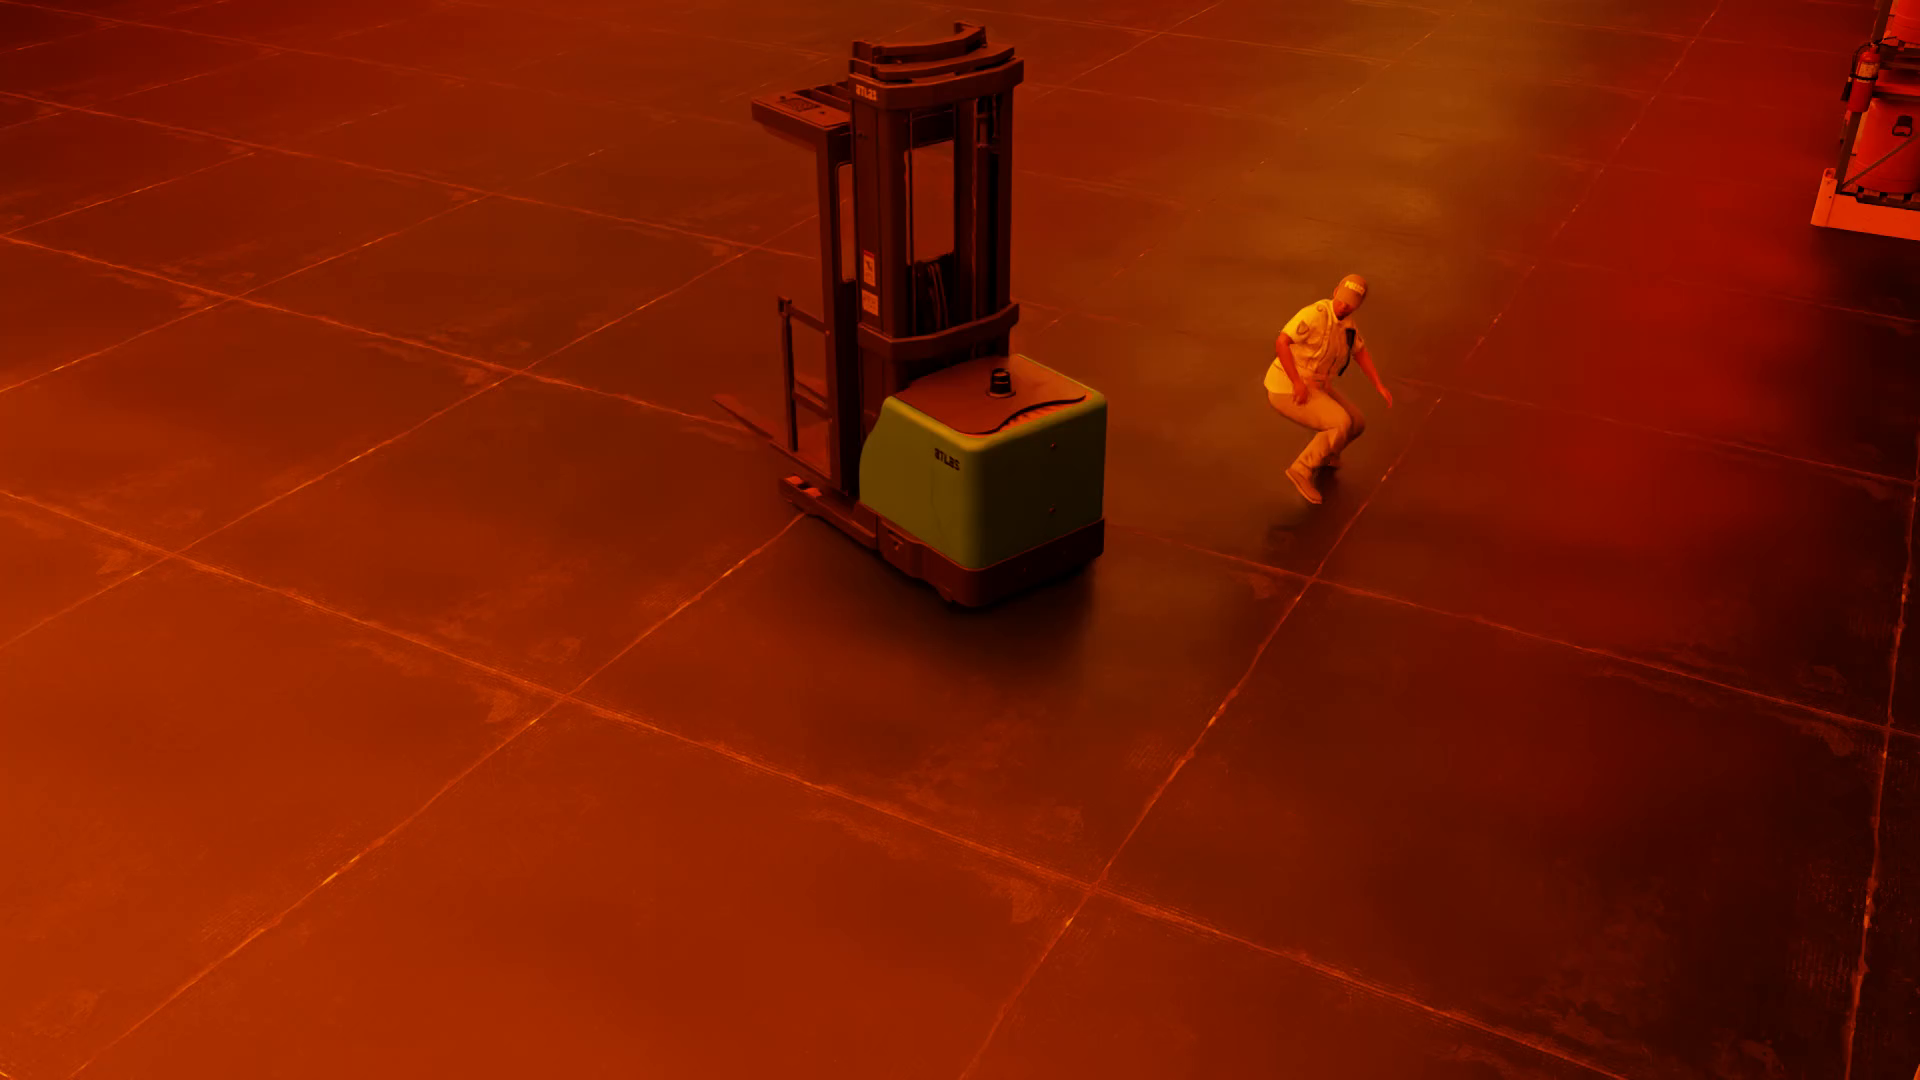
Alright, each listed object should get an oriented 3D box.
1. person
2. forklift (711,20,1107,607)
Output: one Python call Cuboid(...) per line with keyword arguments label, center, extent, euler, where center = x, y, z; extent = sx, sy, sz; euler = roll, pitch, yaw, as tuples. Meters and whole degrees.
Cuboid(label="person", center=(2.256, -0.947, 10.284), extent=(0.663, 1.454, 0.825), euler=(21, 36, 32))
Cuboid(label="forklift", center=(-0.476, -1.566, 9.783), extent=(1.130, 2.935, 3.031), euler=(-22, 37, -33))
